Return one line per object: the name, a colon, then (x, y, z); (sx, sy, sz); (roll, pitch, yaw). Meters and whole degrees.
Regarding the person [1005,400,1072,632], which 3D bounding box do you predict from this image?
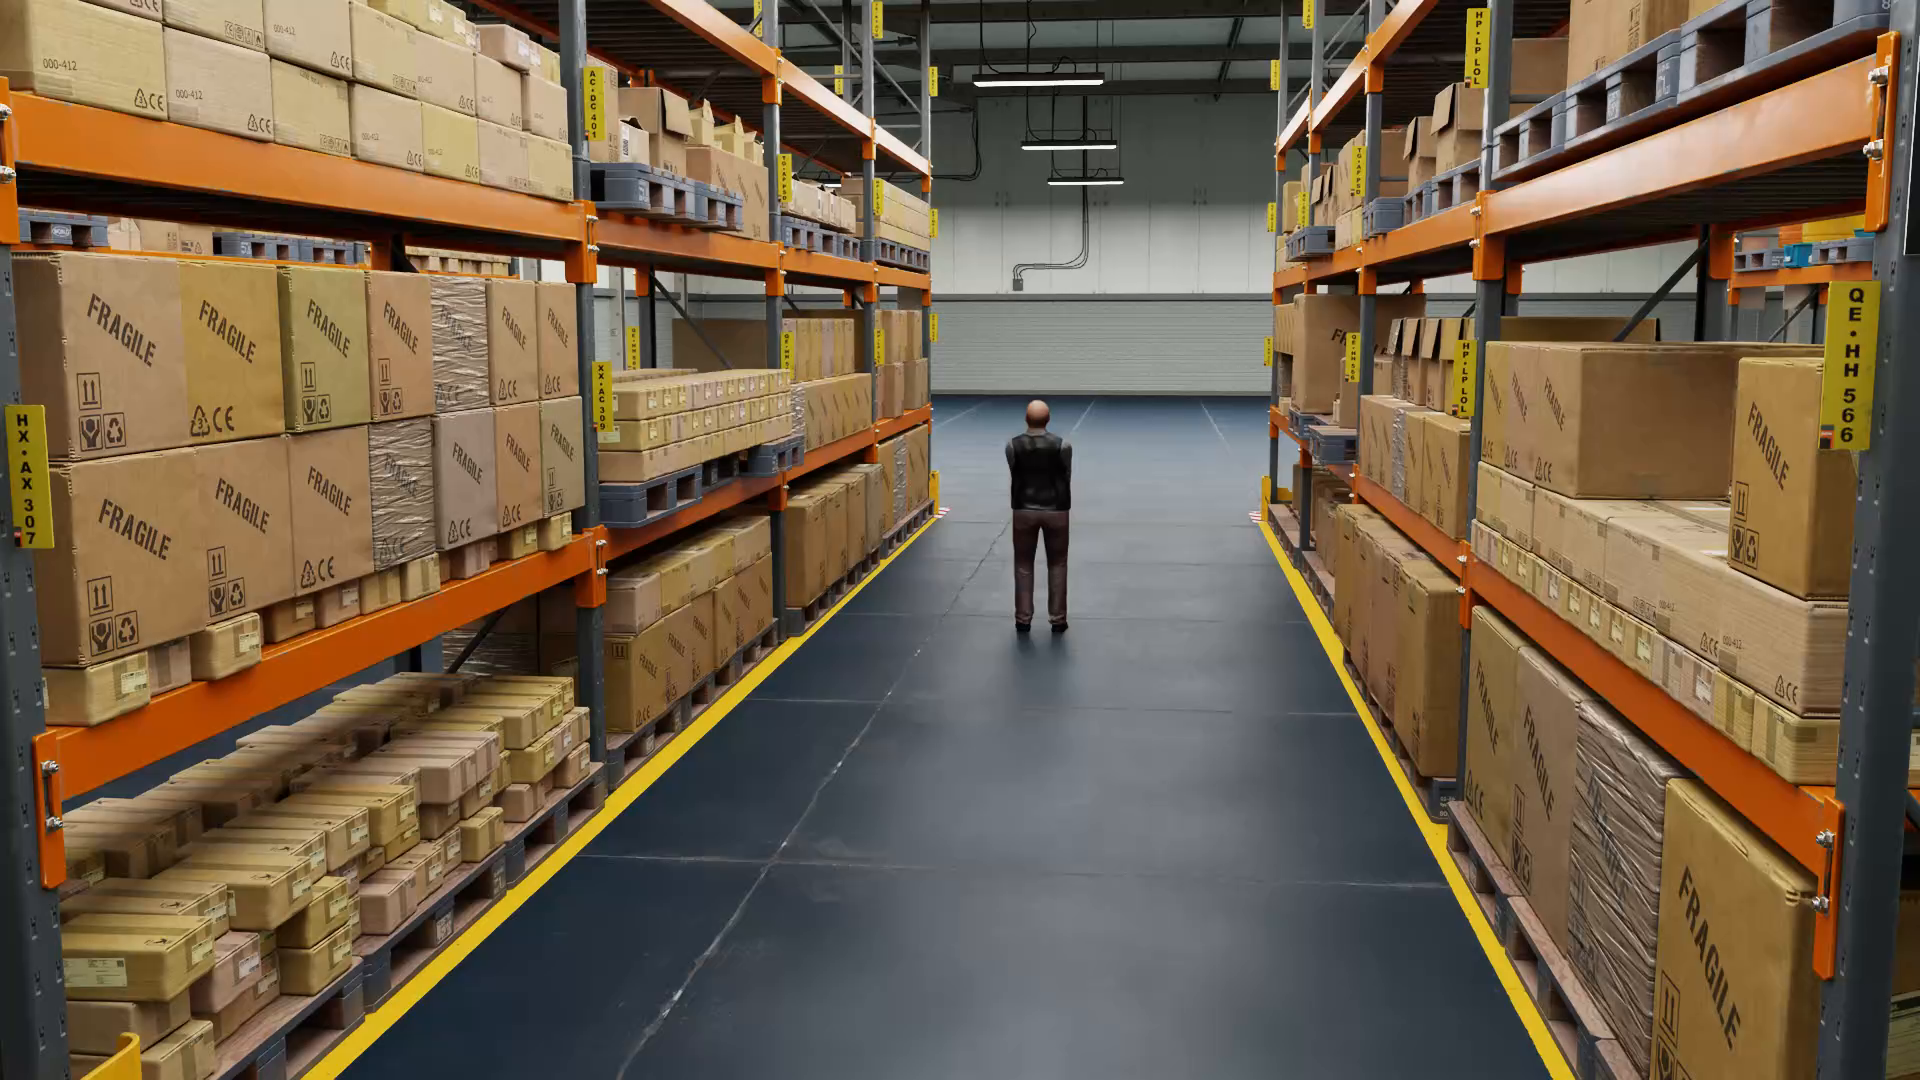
person: (0.591, -0.192, 12.373); (0.494, 1.711, 0.551); (1, 8, 7)
